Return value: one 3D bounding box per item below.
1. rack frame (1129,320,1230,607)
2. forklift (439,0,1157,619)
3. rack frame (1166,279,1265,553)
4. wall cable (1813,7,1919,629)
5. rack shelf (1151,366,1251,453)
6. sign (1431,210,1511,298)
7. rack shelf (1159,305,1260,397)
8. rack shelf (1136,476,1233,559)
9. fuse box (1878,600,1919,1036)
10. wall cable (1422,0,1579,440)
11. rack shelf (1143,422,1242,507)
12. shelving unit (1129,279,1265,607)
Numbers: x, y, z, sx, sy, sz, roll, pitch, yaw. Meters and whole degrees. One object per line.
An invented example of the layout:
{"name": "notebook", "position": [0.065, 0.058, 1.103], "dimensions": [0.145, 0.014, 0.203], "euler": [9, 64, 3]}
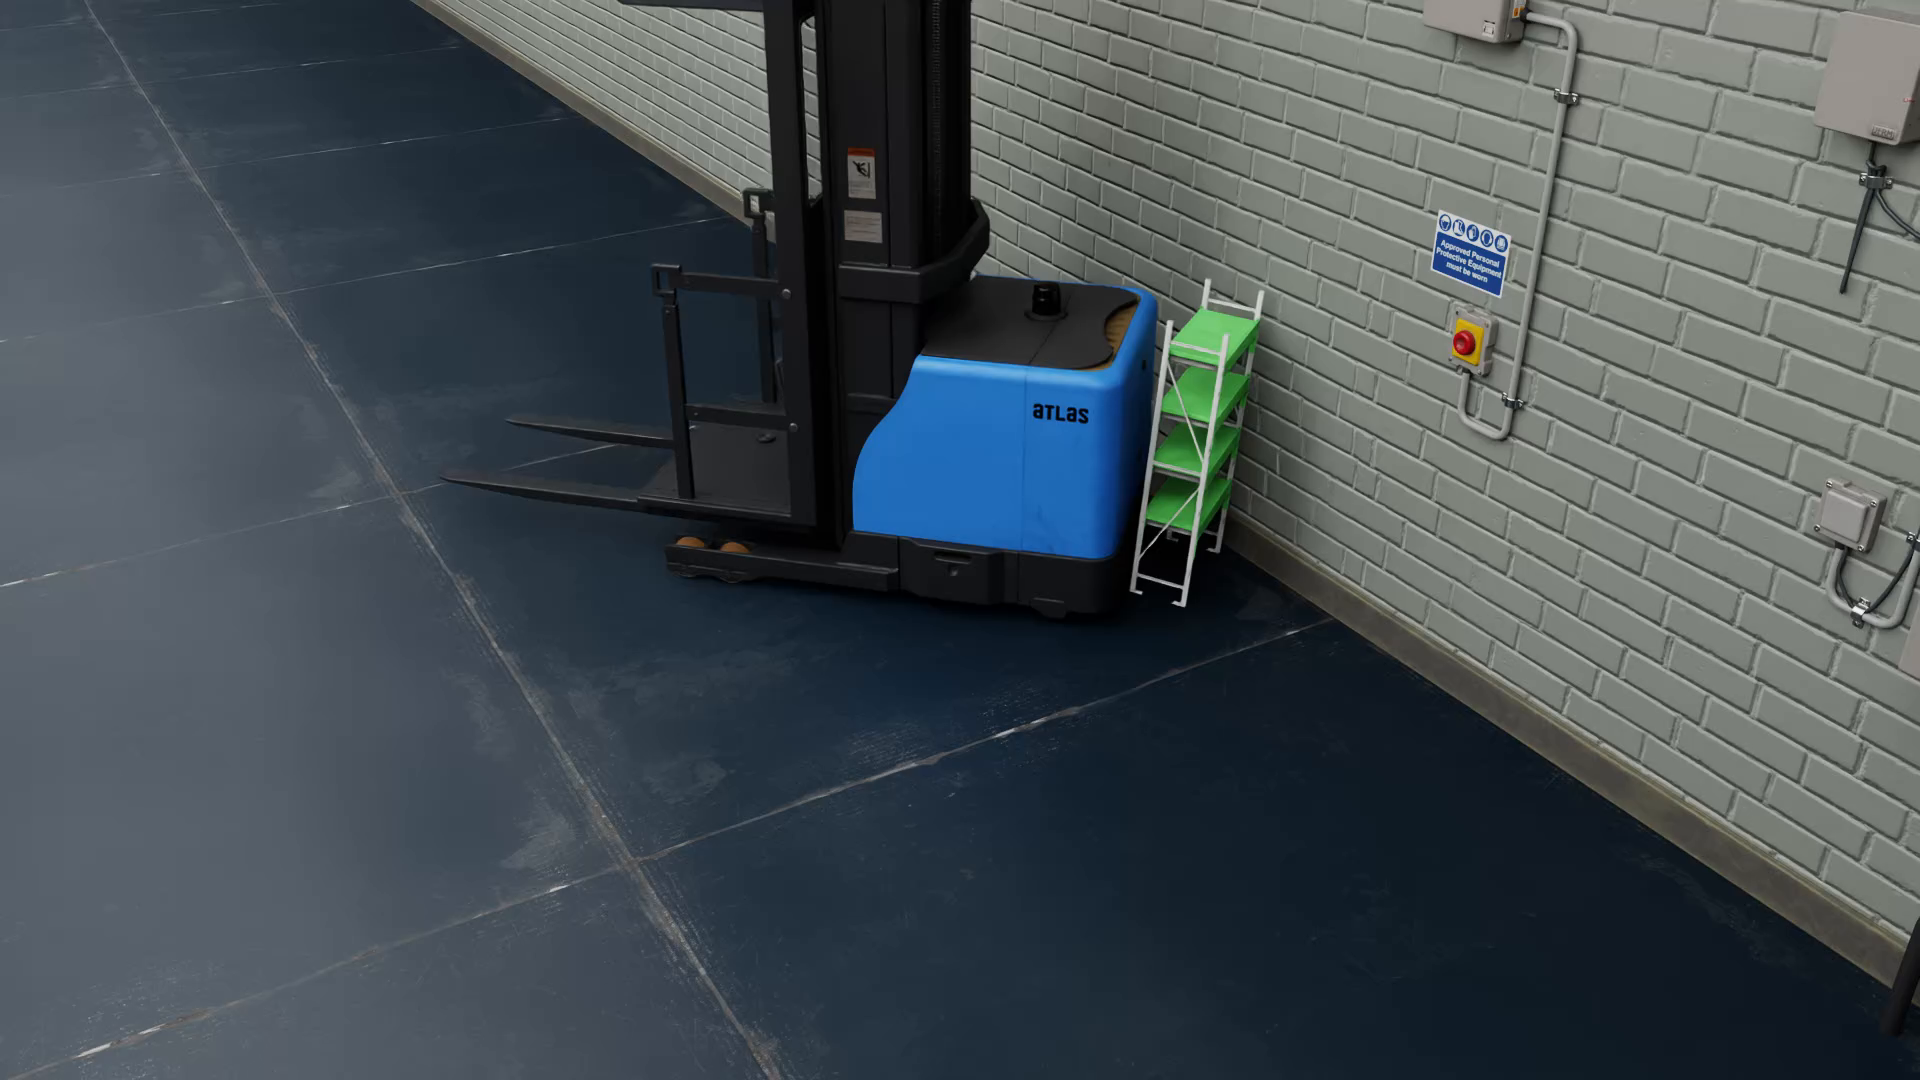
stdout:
{"name": "rack frame", "position": [0.848, -0.276, 6.490], "dimensions": [0.240, 1.200, 0.015], "euler": [16, 32, 19]}
{"name": "forklift", "position": [-0.741, -1.343, 6.649], "dimensions": [3.031, 2.935, 1.130], "euler": [7, 30, 12]}
{"name": "rack frame", "position": [1.047, -0.491, 6.880], "dimensions": [0.240, 1.200, 0.015], "euler": [16, 32, 19]}
{"name": "wall cable", "position": [2.423, -0.672, 4.312], "dimensions": [0.122, 1.984, 0.588], "euler": [-16, 33, -26]}
{"name": "rack shelf", "position": [0.959, -0.535, 6.596], "dimensions": [0.258, 0.148, 0.480], "euler": [16, 32, 19]}
{"name": "sign", "position": [1.723, -0.969, 5.621], "dimensions": [0.001, 0.218, 0.327], "euler": [-16, 33, -26]}
{"name": "rack shelf", "position": [0.975, -0.741, 6.474], "dimensions": [0.258, 0.148, 0.480], "euler": [16, 32, 19]}
{"name": "rack shelf", "position": [0.927, -0.123, 6.840], "dimensions": [0.258, 0.148, 0.480], "euler": [16, 32, 19]}
{"name": "fuse box", "position": [2.633, 0.660, 4.284], "dimensions": [0.414, 1.711, 0.539], "euler": [-16, 33, -26]}
{"name": "wall cable", "position": [1.694, -1.274, 5.370], "dimensions": [0.123, 1.953, 0.585], "euler": [-16, 33, -26]}
{"name": "rack shelf", "position": [0.943, -0.329, 6.718], "dimensions": [0.258, 0.148, 0.480], "euler": [16, 32, 19]}
{"name": "shelving unit", "position": [0.947, -0.384, 6.685], "dimensions": [0.258, 1.200, 0.503], "euler": [16, 32, 19]}
